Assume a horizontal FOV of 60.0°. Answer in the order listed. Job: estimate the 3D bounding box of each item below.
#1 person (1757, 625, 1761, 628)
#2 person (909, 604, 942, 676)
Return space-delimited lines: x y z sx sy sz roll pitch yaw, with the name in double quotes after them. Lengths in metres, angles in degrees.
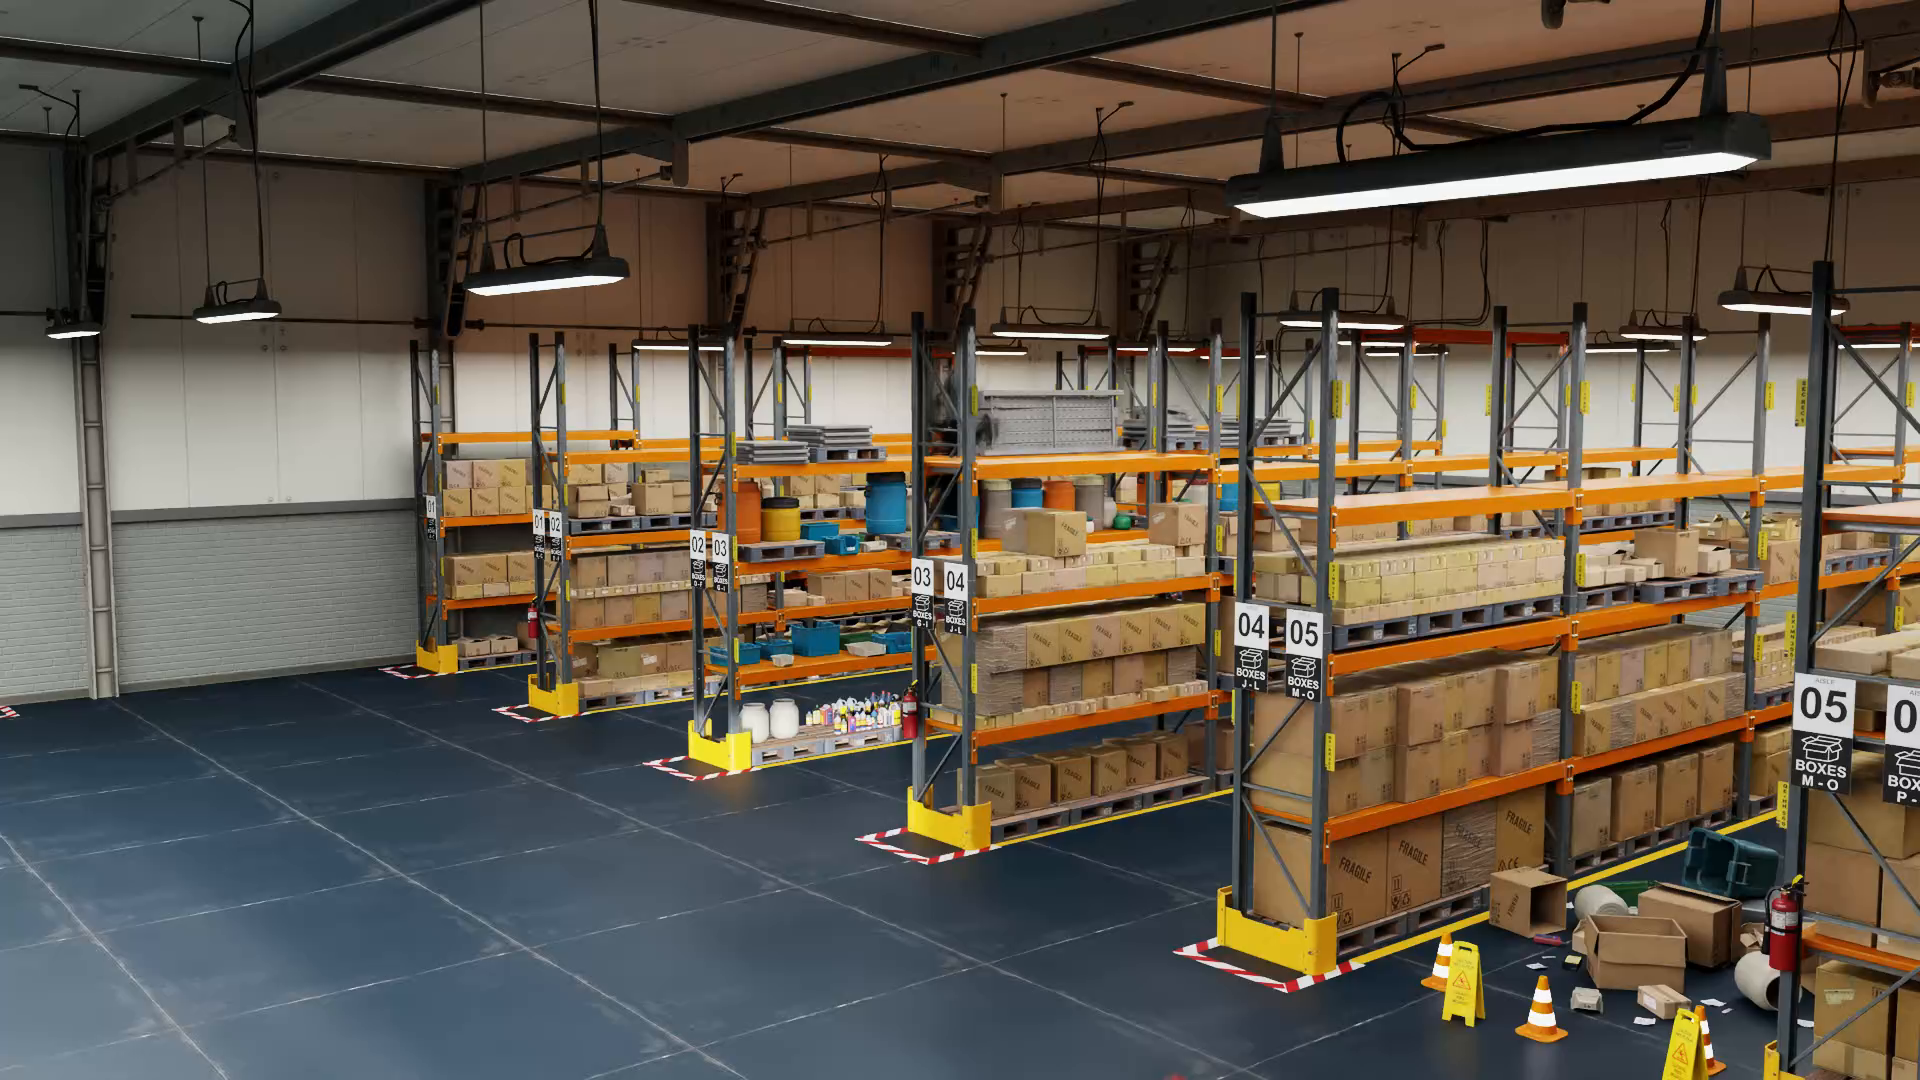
11.827 2.057 24.795 0.468 1.662 0.618 -3 6 -29 "person"
-0.504 1.419 27.804 0.709 1.784 0.936 4 7 40 "person"
